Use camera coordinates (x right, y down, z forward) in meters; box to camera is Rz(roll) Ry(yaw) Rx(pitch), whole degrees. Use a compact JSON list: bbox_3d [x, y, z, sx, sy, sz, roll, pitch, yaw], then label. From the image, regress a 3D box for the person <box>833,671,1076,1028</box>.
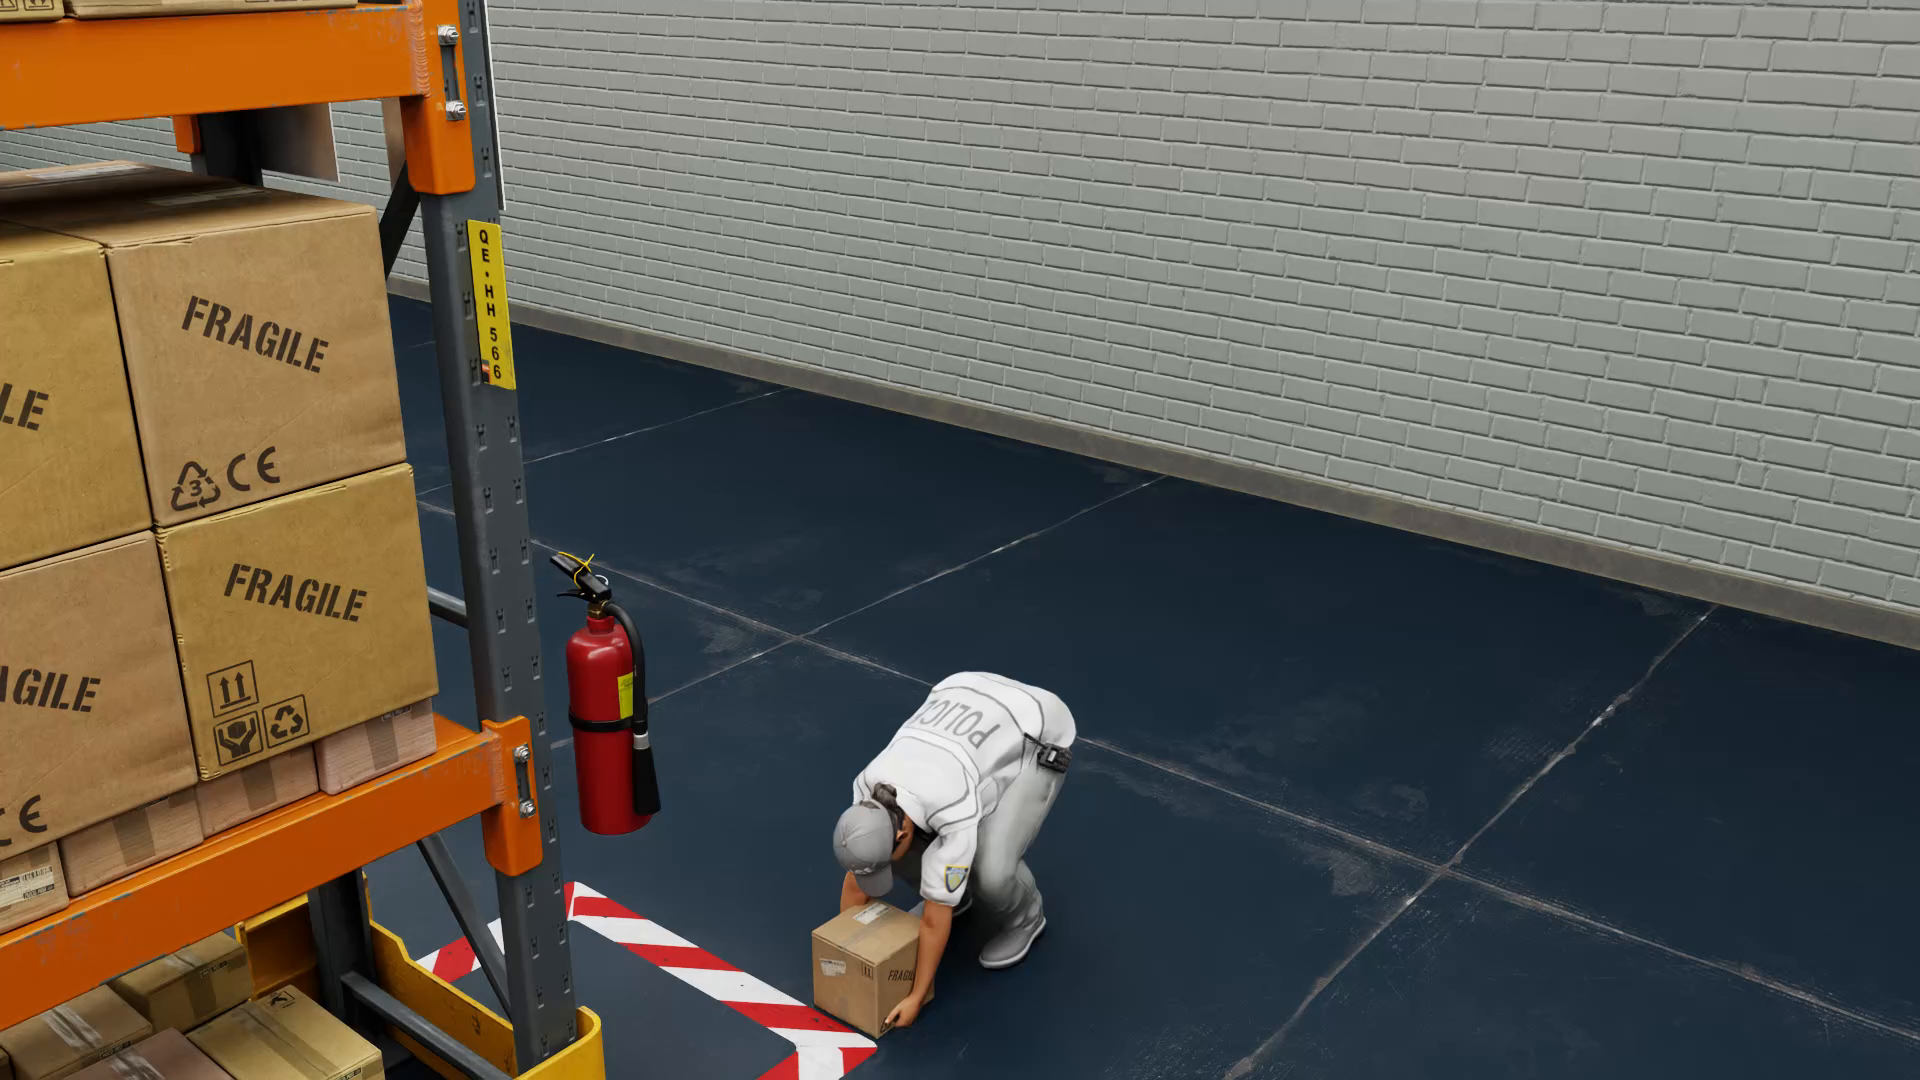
[{"bbox_3d":[-0.040,0.885,4.920,0.512,0.833,0.920,15,25,35],"label":"person"}]
